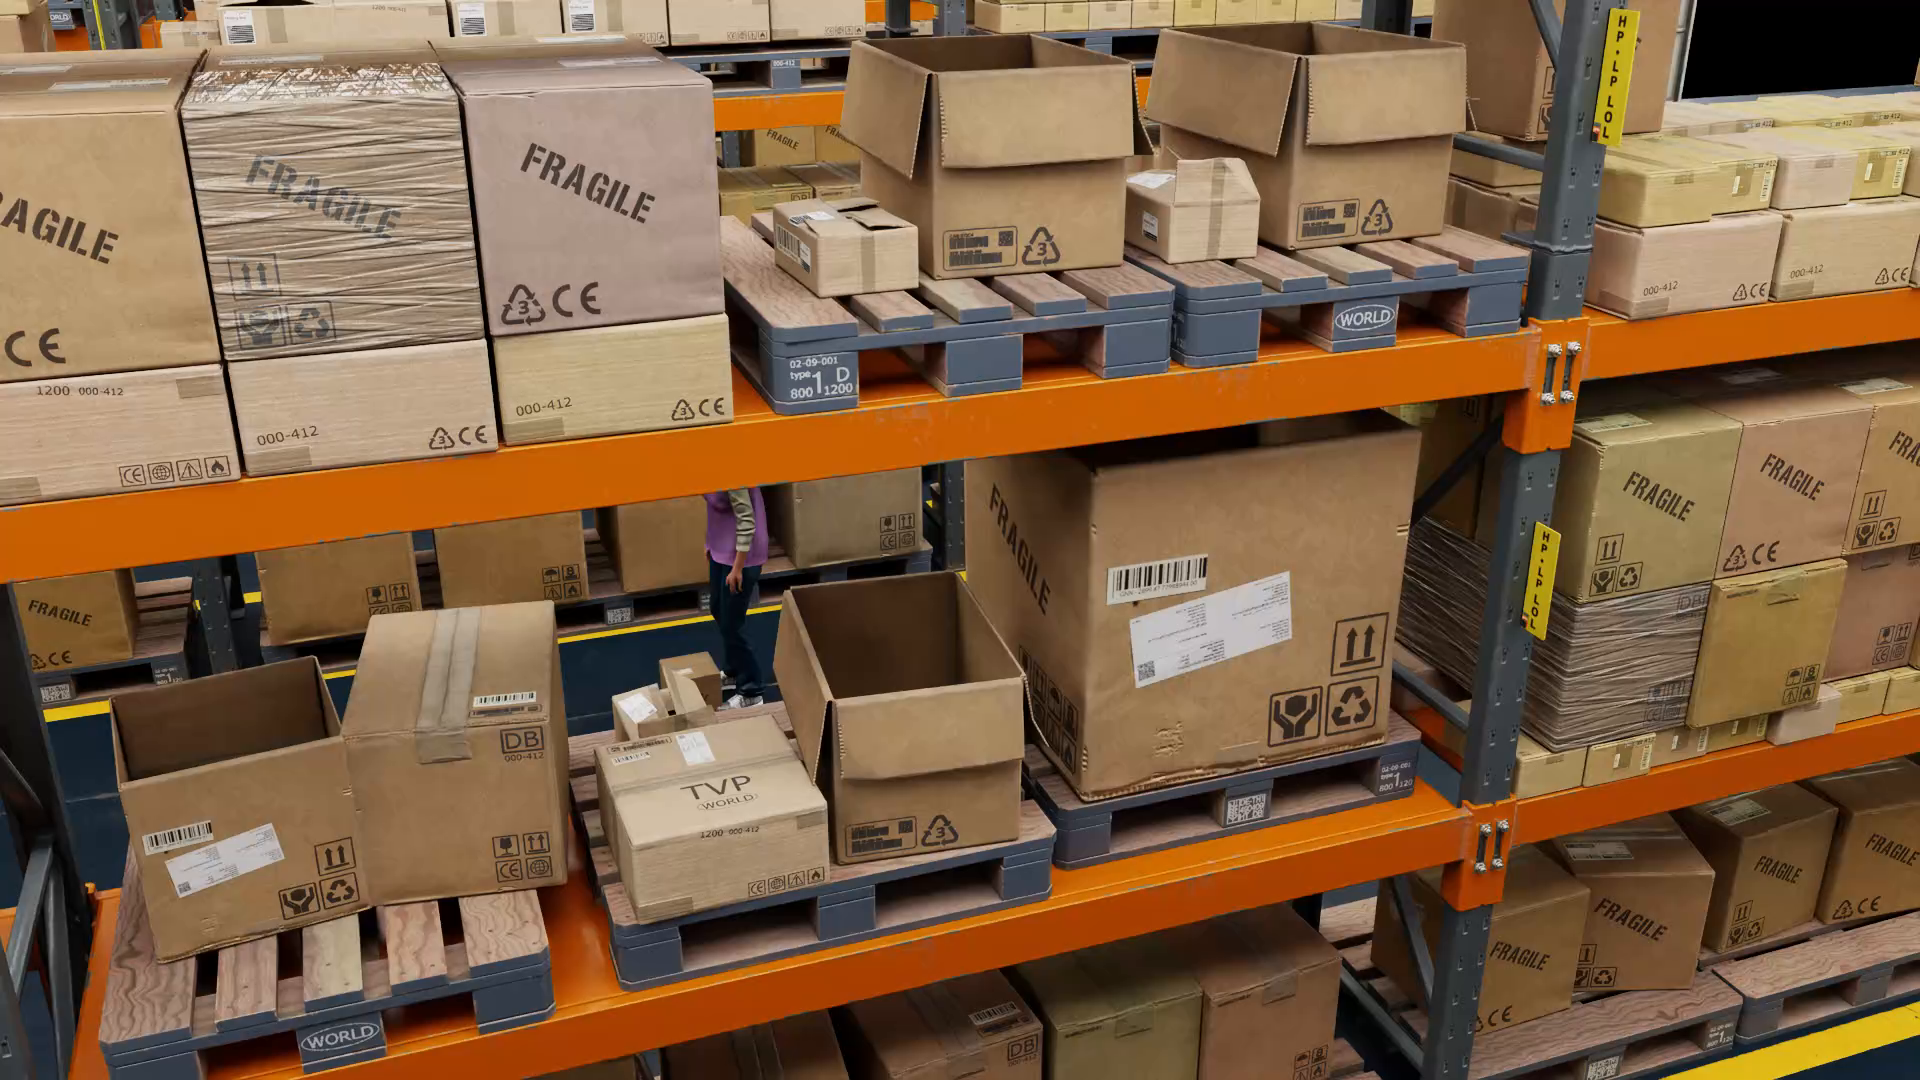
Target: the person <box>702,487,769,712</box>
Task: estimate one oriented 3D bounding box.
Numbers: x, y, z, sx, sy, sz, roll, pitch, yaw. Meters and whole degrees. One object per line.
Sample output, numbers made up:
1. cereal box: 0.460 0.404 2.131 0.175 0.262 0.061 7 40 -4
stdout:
1. person: -1.113 0.088 8.064 0.340 1.582 0.484 -10 25 -22
